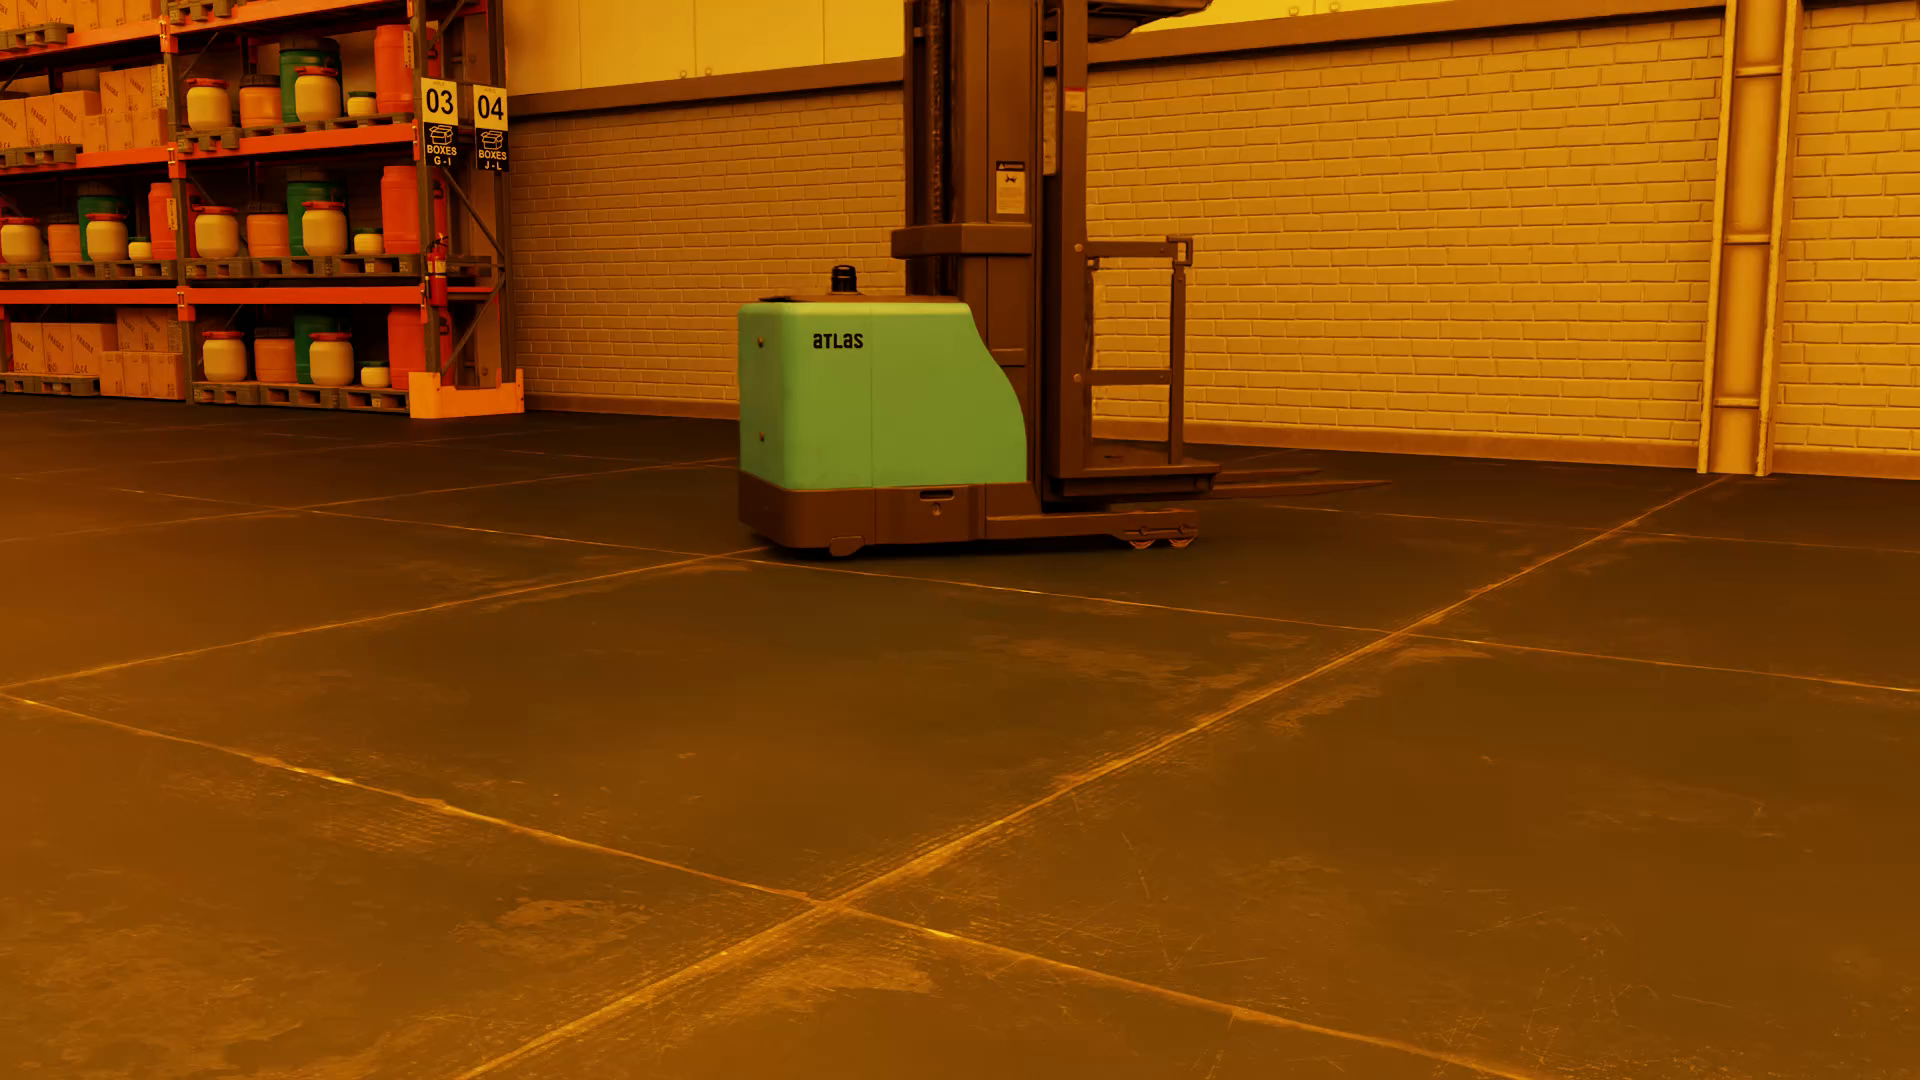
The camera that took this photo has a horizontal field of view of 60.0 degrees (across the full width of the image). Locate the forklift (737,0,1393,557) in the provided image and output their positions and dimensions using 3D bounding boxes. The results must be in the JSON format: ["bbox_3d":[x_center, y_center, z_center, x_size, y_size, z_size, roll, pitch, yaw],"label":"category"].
[{"bbox_3d":[0.542,-1.482,7.617,3.031,2.935,1.130,-3,9,-19],"label":"forklift"}]
